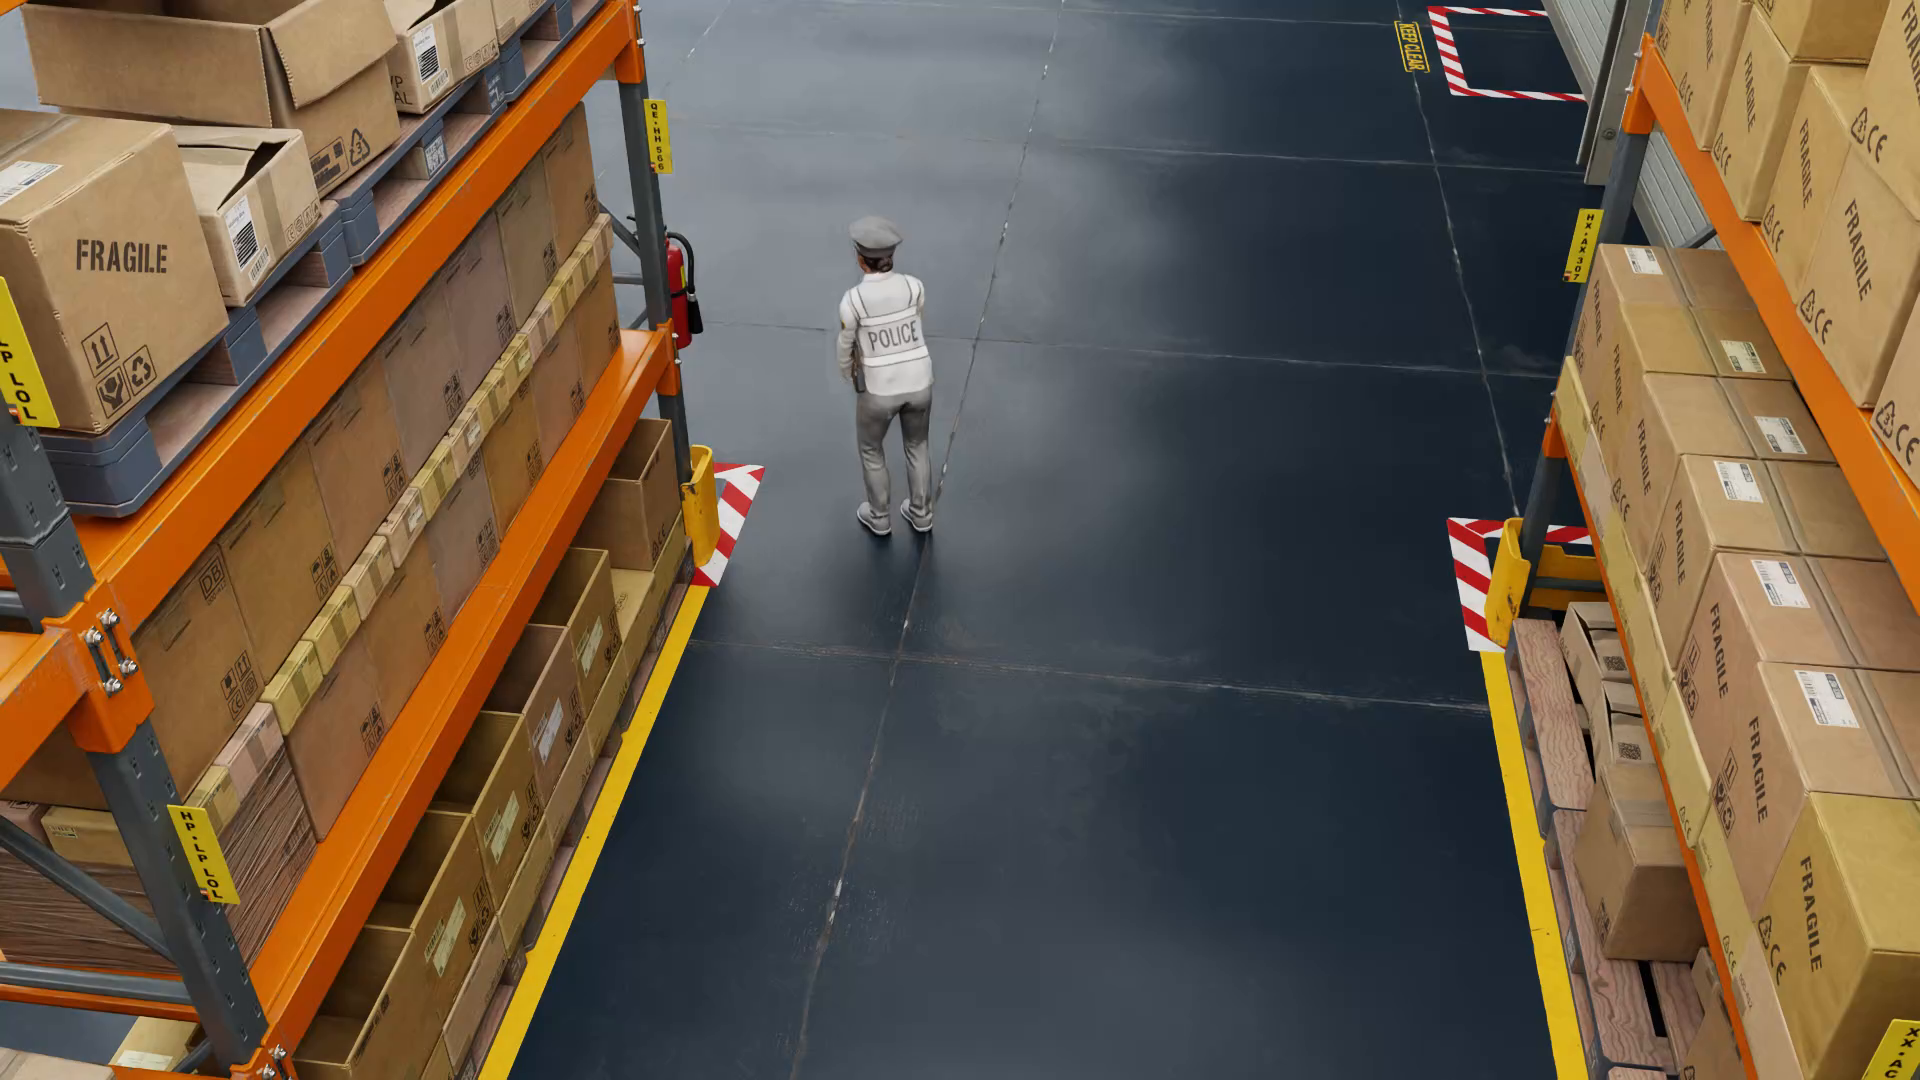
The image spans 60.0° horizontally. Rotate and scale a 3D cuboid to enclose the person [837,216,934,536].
[{"bbox_3d":[-0.375,-0.774,8.112,0.418,1.647,0.561,-14,39,-18],"label":"person"}]
